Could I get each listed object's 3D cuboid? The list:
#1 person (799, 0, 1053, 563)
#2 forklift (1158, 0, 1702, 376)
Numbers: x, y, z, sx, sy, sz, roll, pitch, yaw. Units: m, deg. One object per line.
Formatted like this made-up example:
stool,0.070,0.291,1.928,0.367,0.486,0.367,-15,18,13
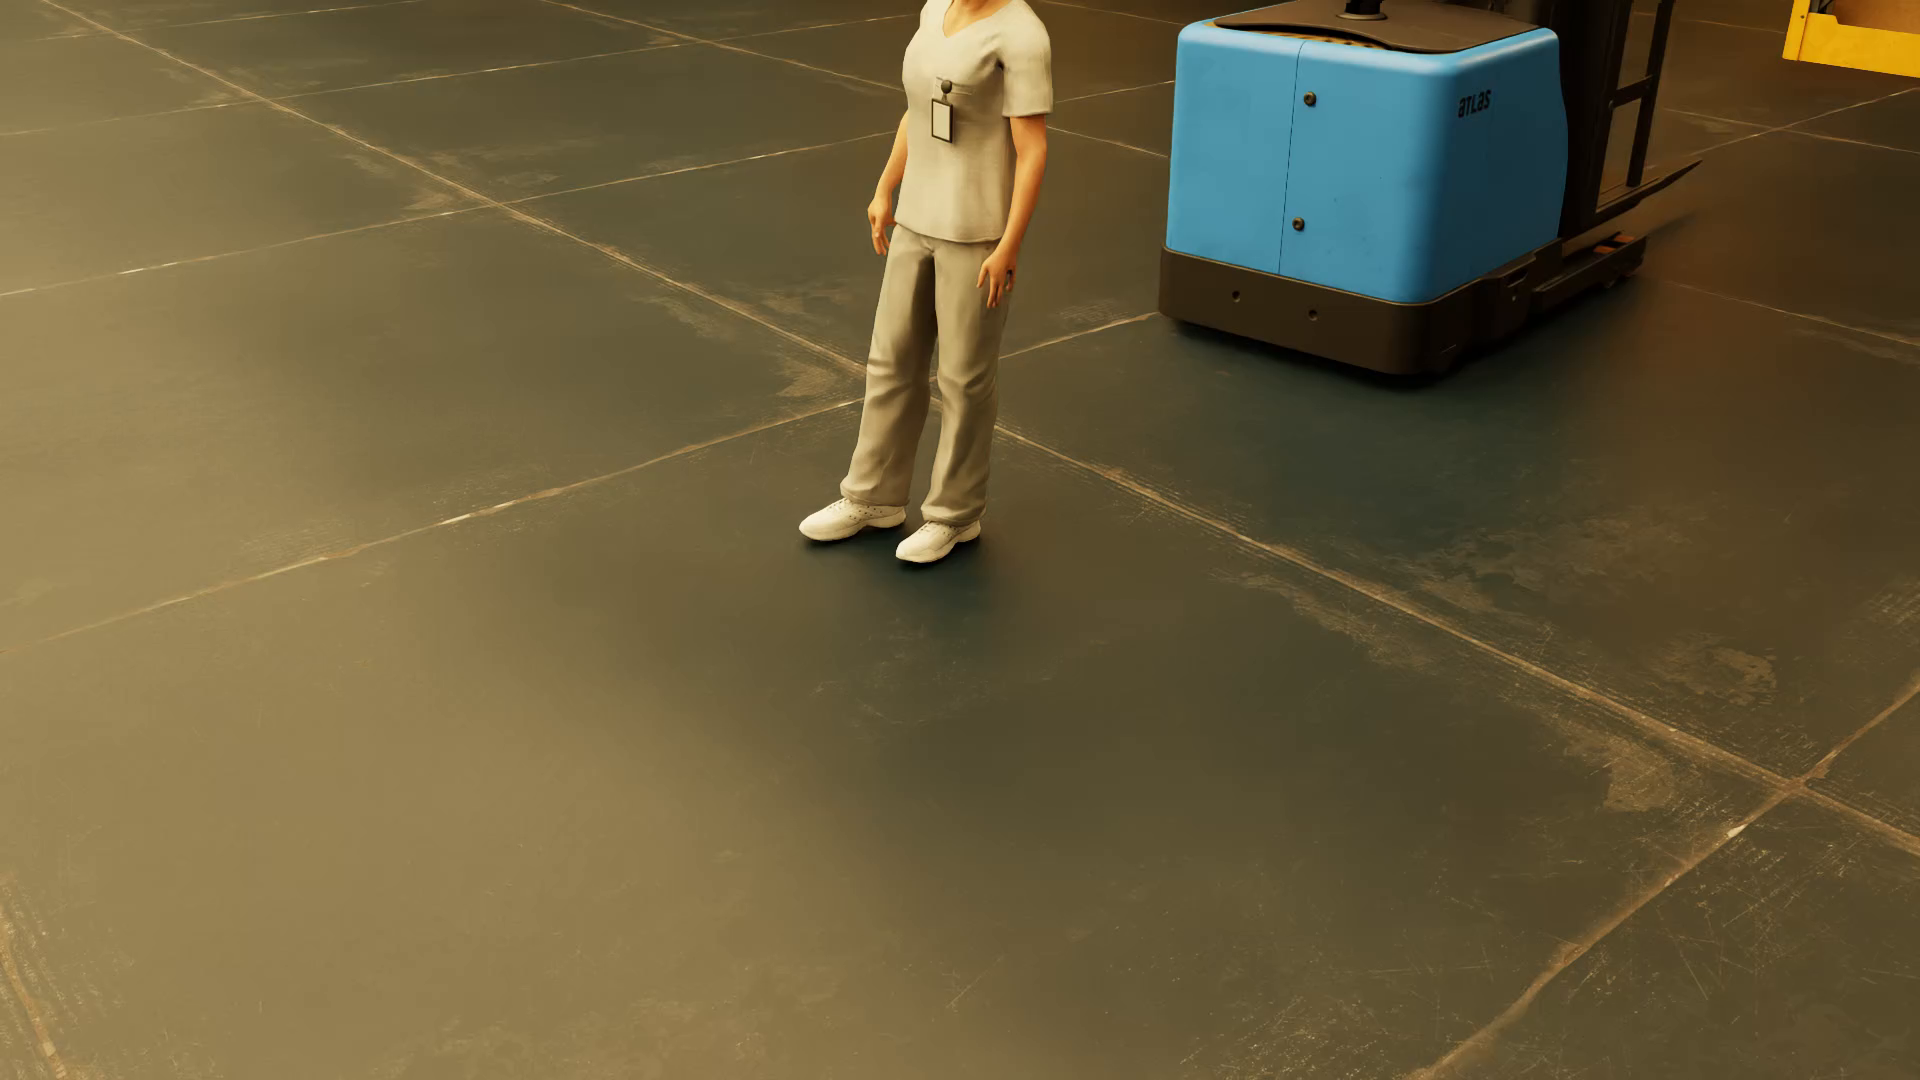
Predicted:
person,-0.065,-0.741,4.093,0.549,1.675,0.549,-20,33,-35
forklift,2.071,-2.423,6.088,1.130,2.935,3.031,22,34,37
